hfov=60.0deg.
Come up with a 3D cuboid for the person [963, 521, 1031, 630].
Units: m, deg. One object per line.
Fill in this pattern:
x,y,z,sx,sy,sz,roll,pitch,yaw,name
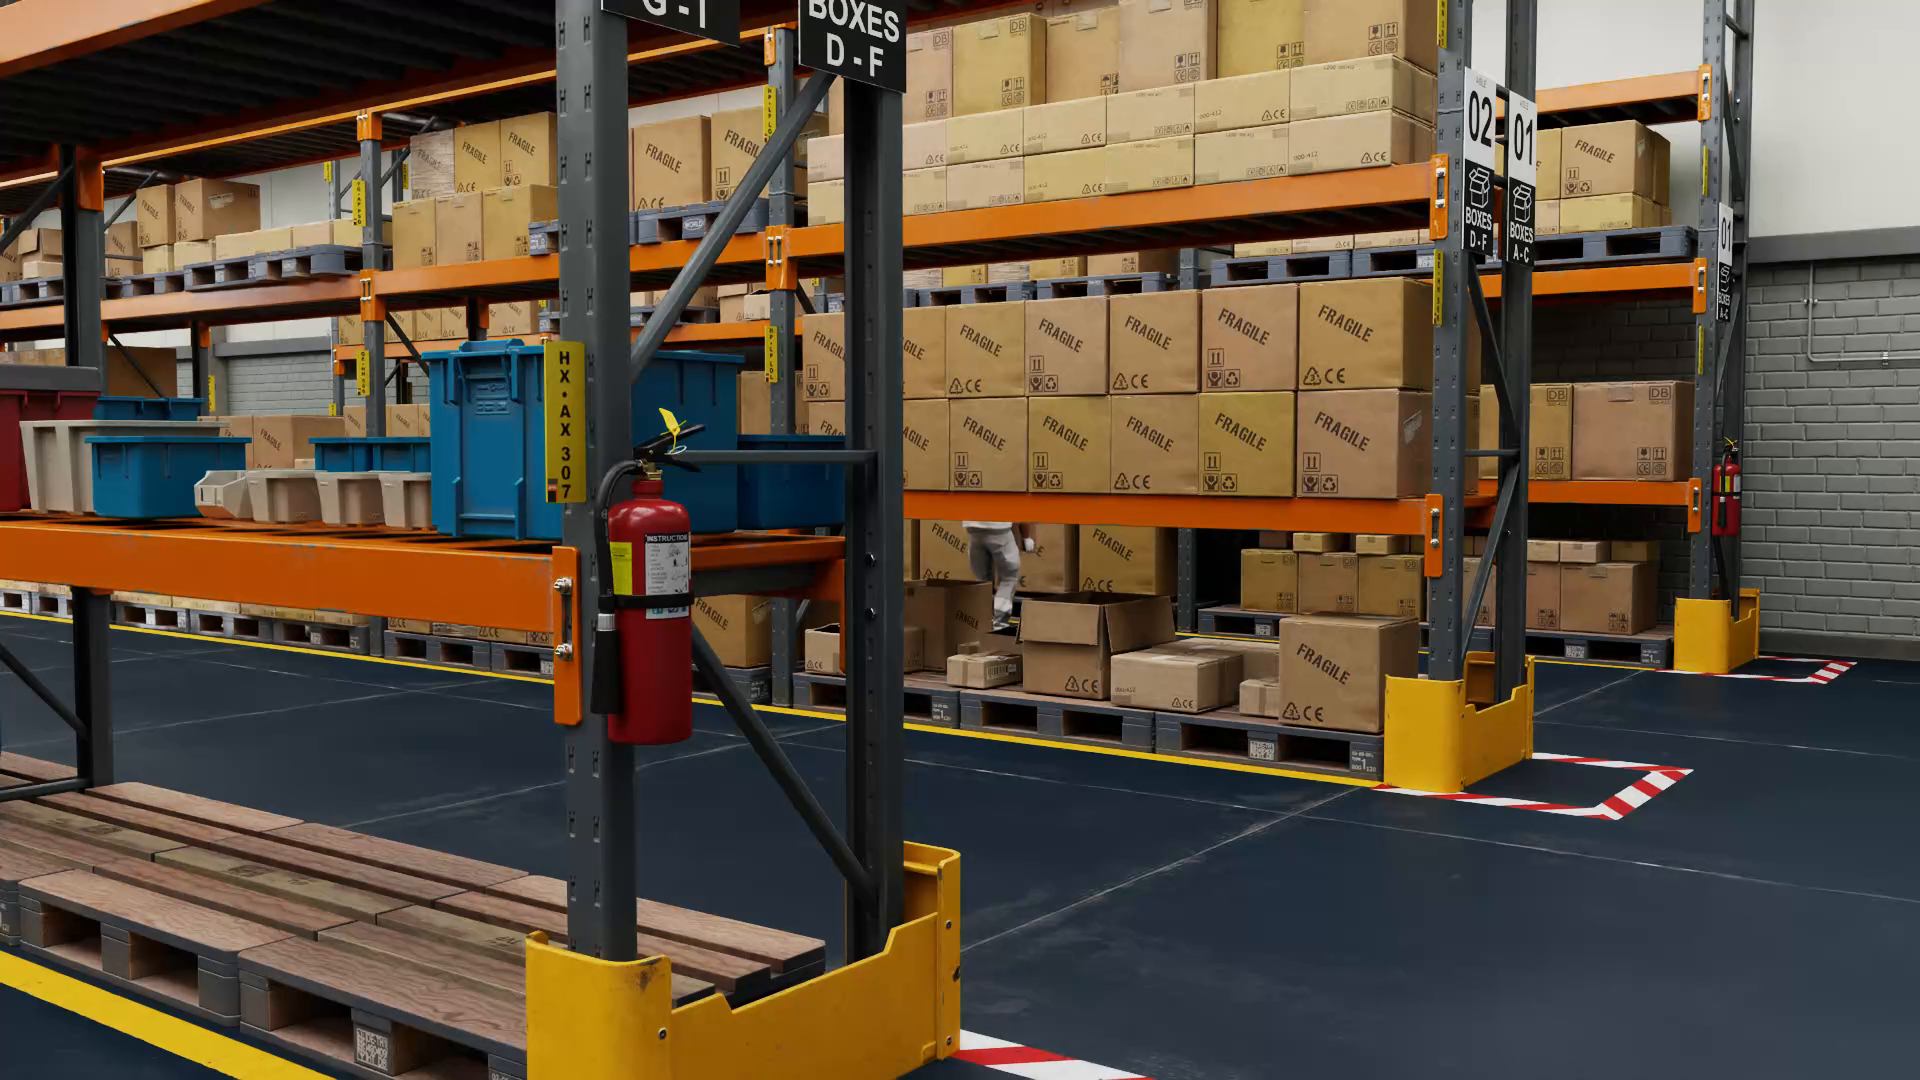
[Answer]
0.285,-0.085,13.183,0.495,1.786,0.556,2,4,35,person
